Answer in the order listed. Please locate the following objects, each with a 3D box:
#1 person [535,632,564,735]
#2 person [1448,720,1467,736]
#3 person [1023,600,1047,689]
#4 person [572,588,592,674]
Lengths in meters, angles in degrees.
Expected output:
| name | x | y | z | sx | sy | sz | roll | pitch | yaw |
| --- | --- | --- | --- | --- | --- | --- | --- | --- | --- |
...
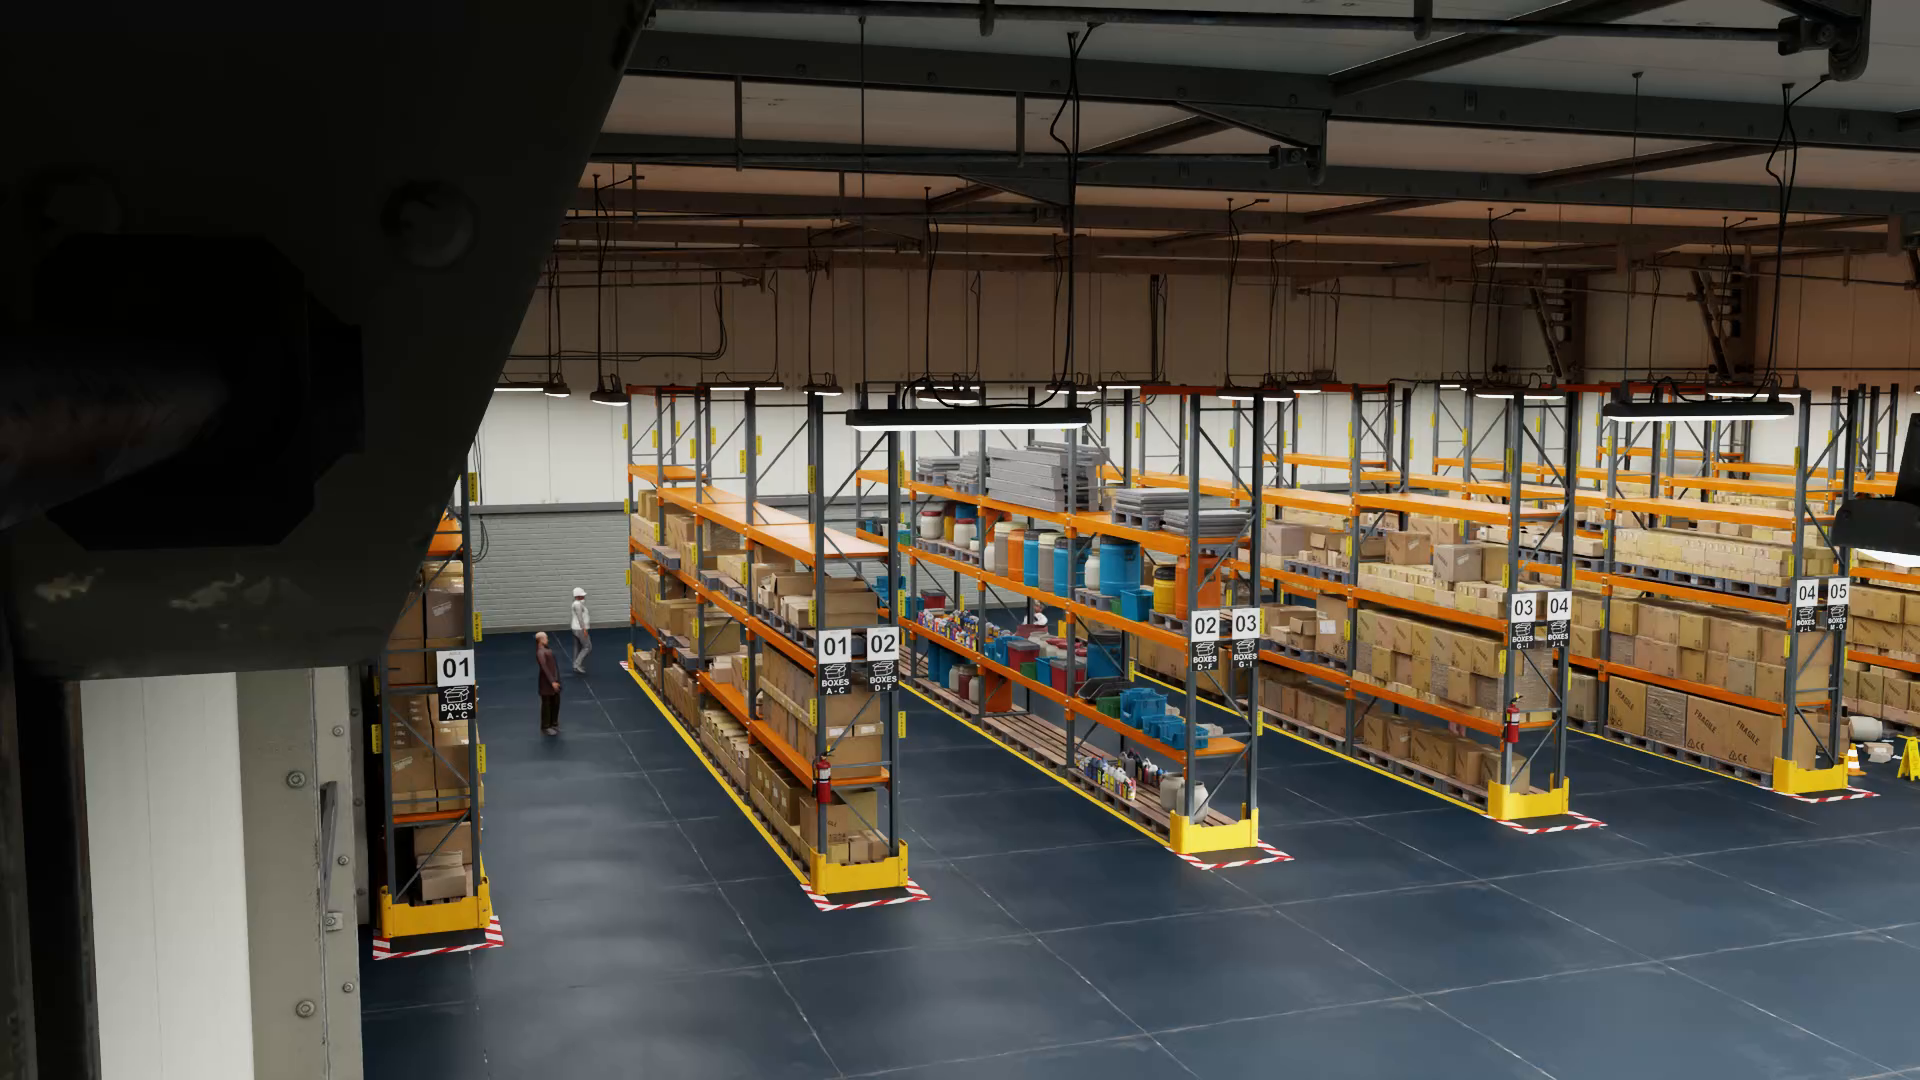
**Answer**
| name | x | y | z | sx | sy | sz | roll | pitch | yaw |
| --- | --- | --- | --- | --- | --- | --- | --- | --- | --- |
| person | -7.105 | 2.495 | 28.861 | 0.580 | 1.828 | 0.674 | 1 | 6 | 14 |
| person | 8.335 | 2.640 | 27.611 | 0.446 | 1.663 | 0.484 | 2 | 6 | 18 |
| person | 1.427 | 2.040 | 32.651 | 0.586 | 1.769 | 0.558 | 4 | 7 | 36 |
| person | -7.883 | 1.868 | 34.536 | 0.407 | 1.774 | 0.628 | -2 | 6 | -21 |
